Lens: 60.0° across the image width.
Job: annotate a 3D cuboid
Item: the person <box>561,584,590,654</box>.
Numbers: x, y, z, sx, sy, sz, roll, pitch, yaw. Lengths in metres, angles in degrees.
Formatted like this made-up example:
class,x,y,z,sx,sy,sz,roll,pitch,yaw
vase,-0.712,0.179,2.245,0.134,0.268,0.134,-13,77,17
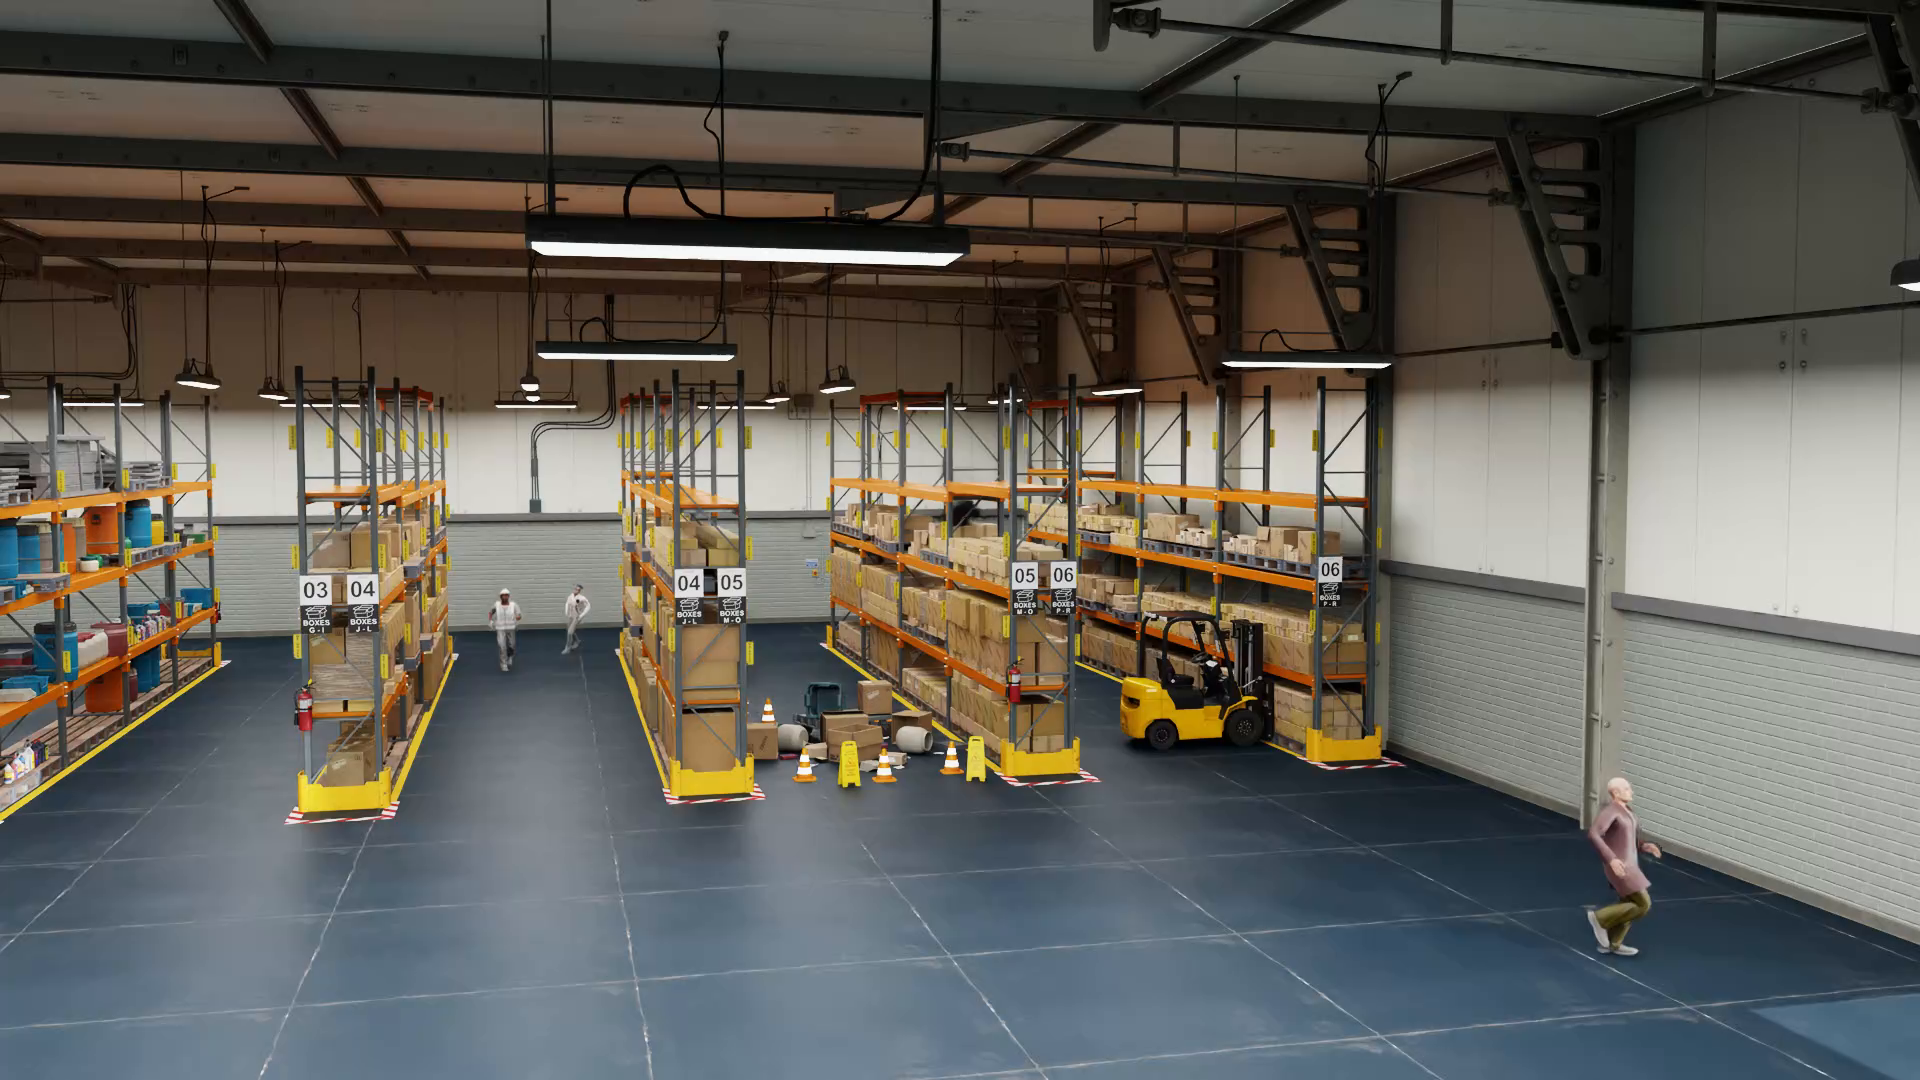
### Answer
class,x,y,z,sx,sy,sz,roll,pitch,yaw
person,-9.029,1.843,39.240,0.659,1.665,0.755,2,4,25

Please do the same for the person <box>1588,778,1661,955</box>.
class,x,y,z,sx,sy,sz,roll,pitch,yaw
person,6.450,3.174,16.127,0.624,1.731,0.714,2,4,33

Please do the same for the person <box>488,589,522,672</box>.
class,x,y,z,sx,sy,sz,roll,pitch,yaw
person,-9.884,1.953,36.158,0.696,1.763,0.911,-1,4,-19
